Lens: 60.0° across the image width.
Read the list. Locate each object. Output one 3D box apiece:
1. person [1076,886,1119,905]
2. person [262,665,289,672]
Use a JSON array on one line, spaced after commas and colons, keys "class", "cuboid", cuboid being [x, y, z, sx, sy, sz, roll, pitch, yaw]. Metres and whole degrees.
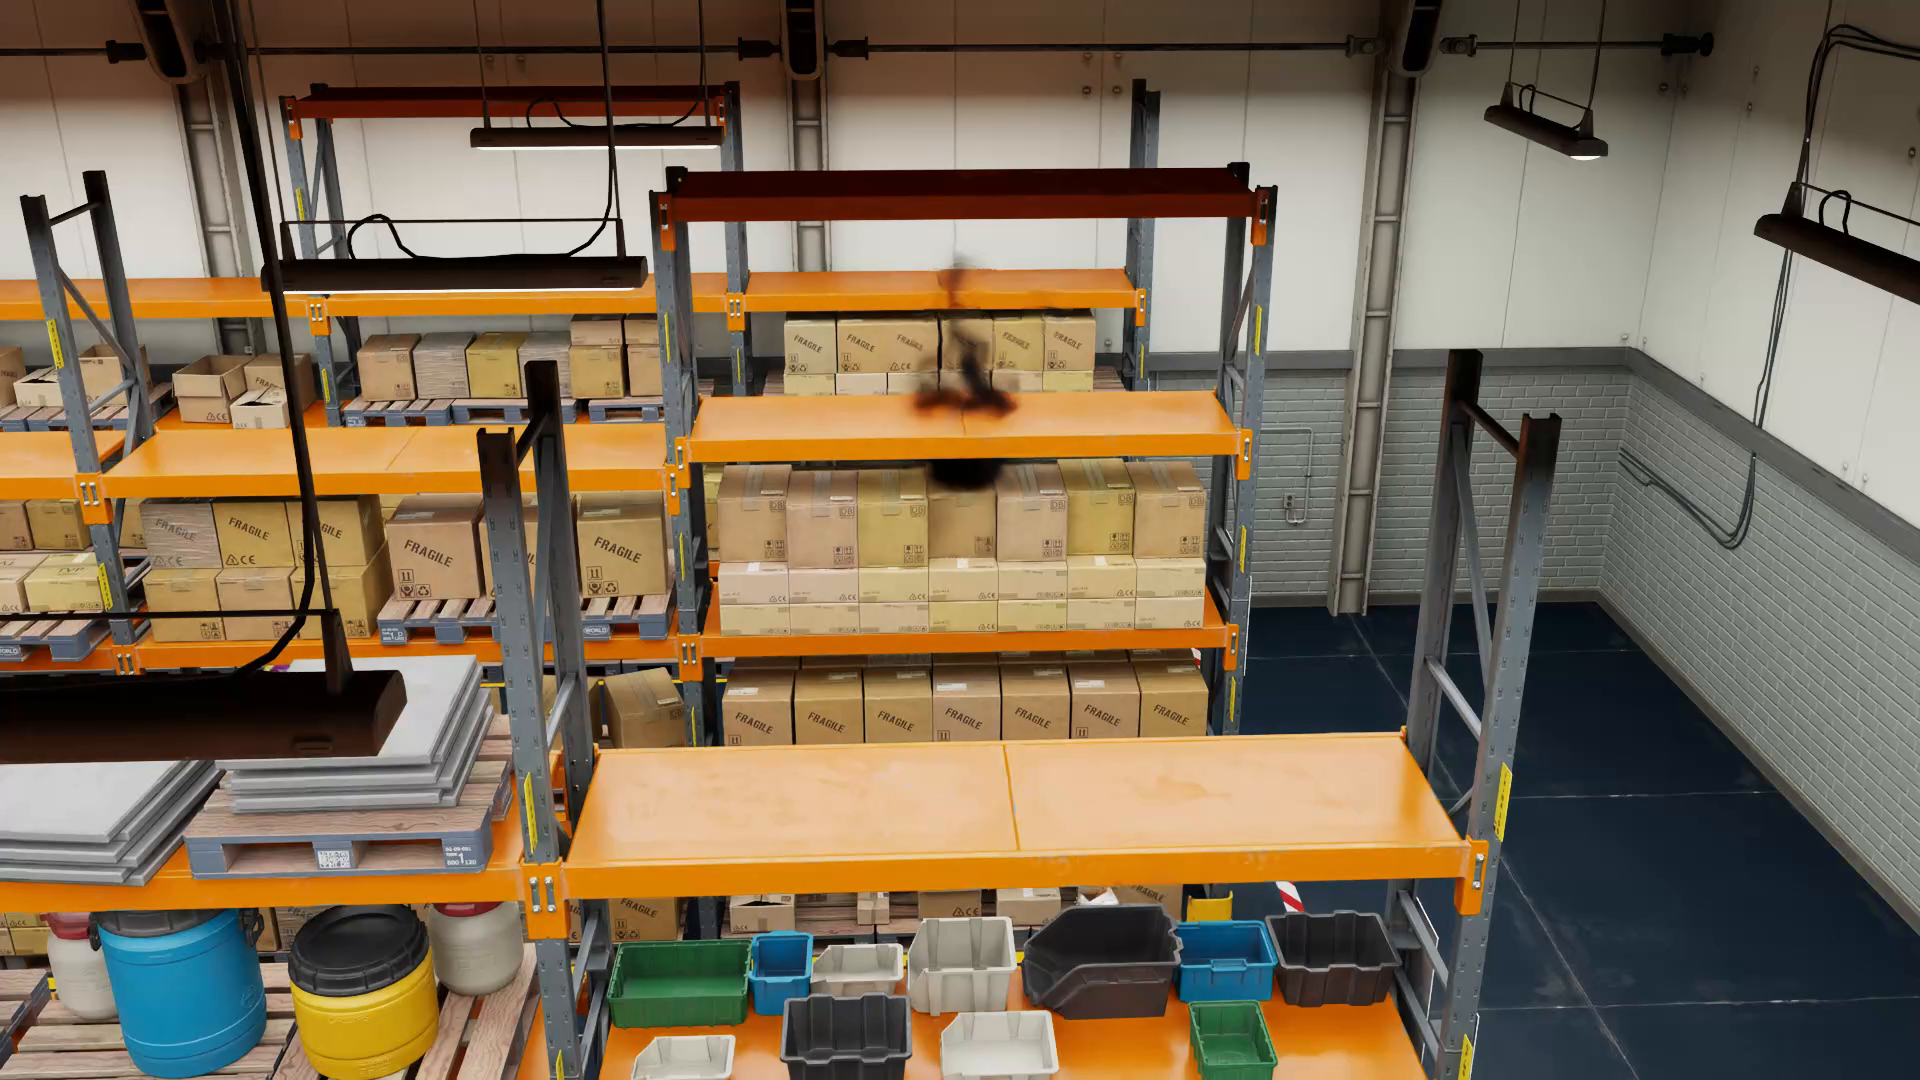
[{"class": "person", "cuboid": [1.011, 2.964, 11.557, 0.767, 1.770, 0.678, -6, 23, -14]}, {"class": "person", "cuboid": [-5.989, 1.579, 14.910, 0.830, 1.824, 0.670, -2, 22, -6]}]
